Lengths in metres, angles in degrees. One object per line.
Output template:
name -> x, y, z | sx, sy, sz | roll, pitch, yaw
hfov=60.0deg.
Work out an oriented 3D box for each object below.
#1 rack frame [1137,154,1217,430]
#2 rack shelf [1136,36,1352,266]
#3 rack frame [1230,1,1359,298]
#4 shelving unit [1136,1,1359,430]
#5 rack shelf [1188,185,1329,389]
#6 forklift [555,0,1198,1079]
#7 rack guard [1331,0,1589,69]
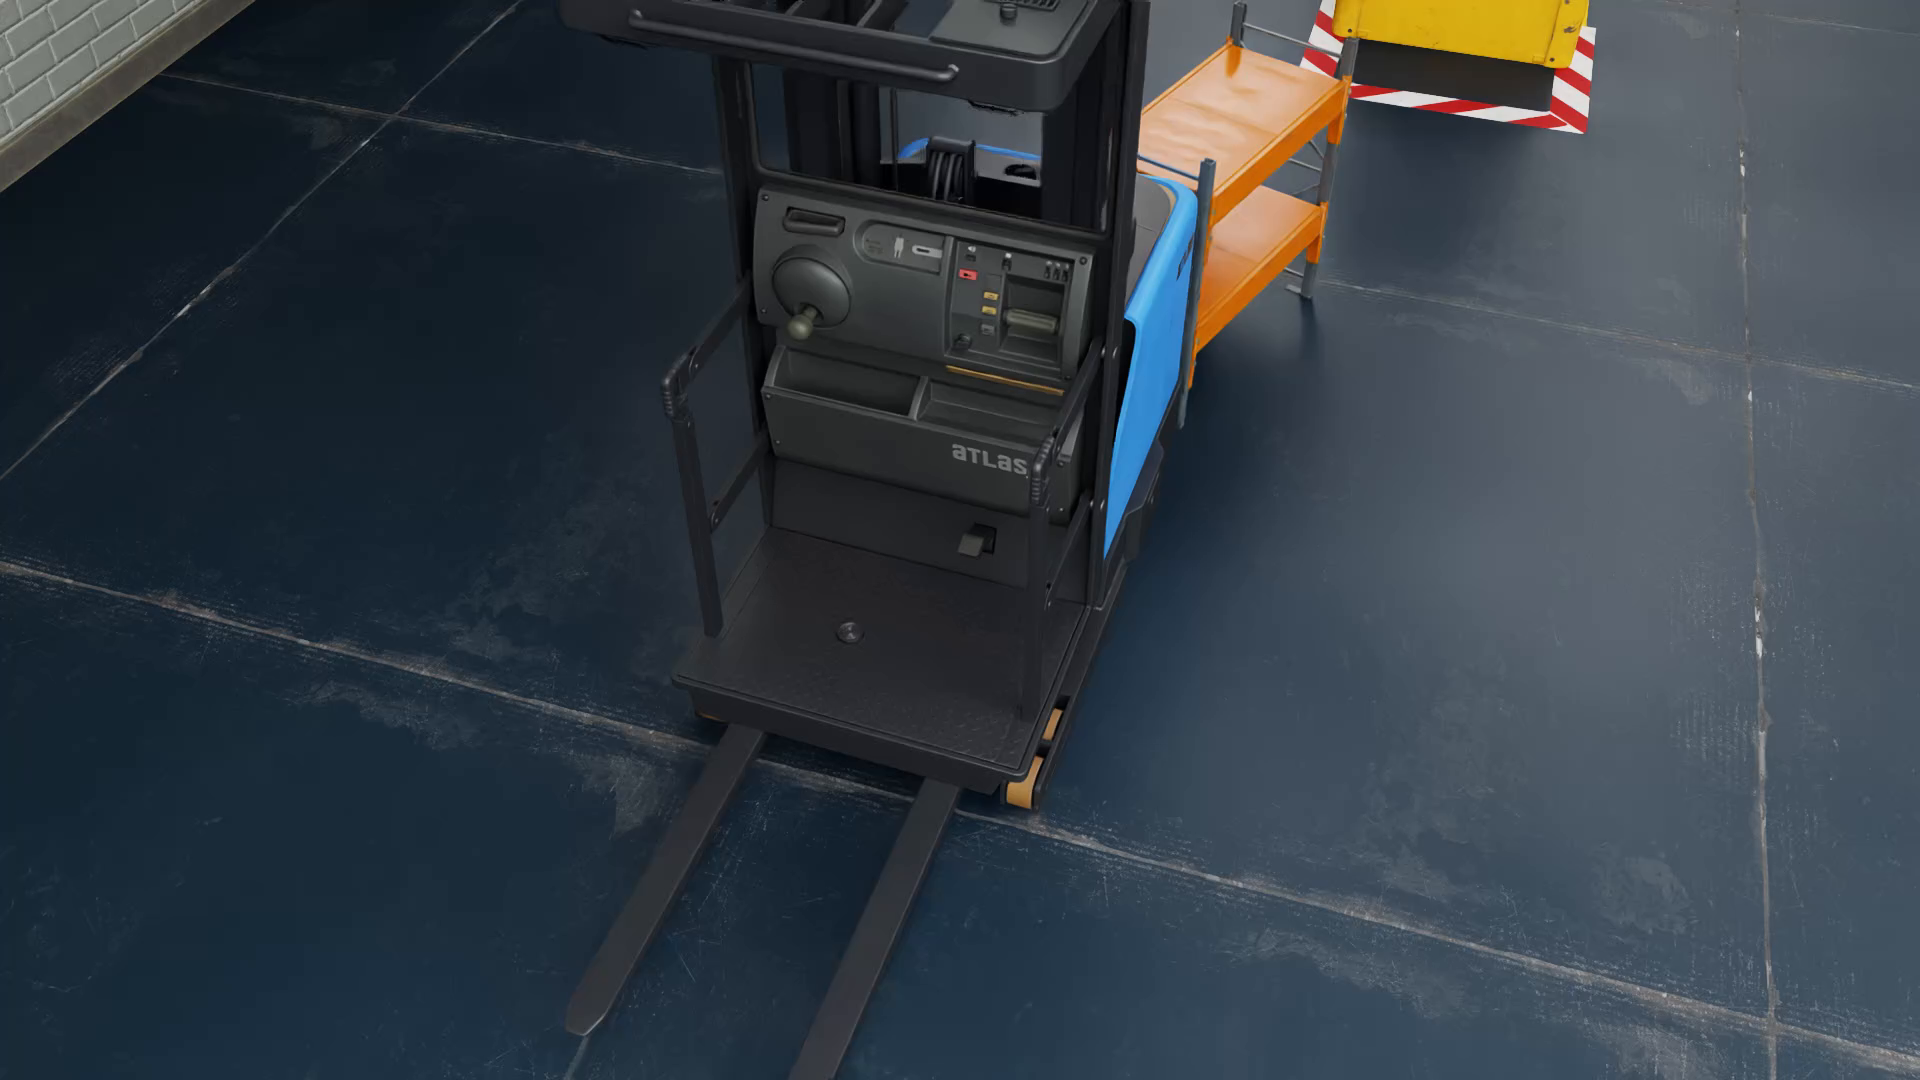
rack frame -> 0.624, -0.924, 5.890 | 0.500, 1.125, 0.032 | 27, 51, 25
rack shelf -> 0.926, -1.419, 5.977 | 0.538, 0.278, 1.000 | 27, 51, 25
rack frame -> 1.228, -1.496, 6.474 | 0.500, 1.125, 0.032 | 27, 51, 25
shelving unit -> 0.926, -1.210, 6.182 | 0.538, 1.125, 1.048 | 27, 51, 25
rack shelf -> 0.926, -1.035, 6.353 | 0.538, 0.278, 1.000 | 27, 51, 25
forklift -> -0.179, -0.580, 4.247 | 1.130, 2.935, 3.031 | 14, 46, 14
rack guard -> 2.461, -2.700, 8.152 | 1.175, 0.500, 0.348 | 13, 46, 13
